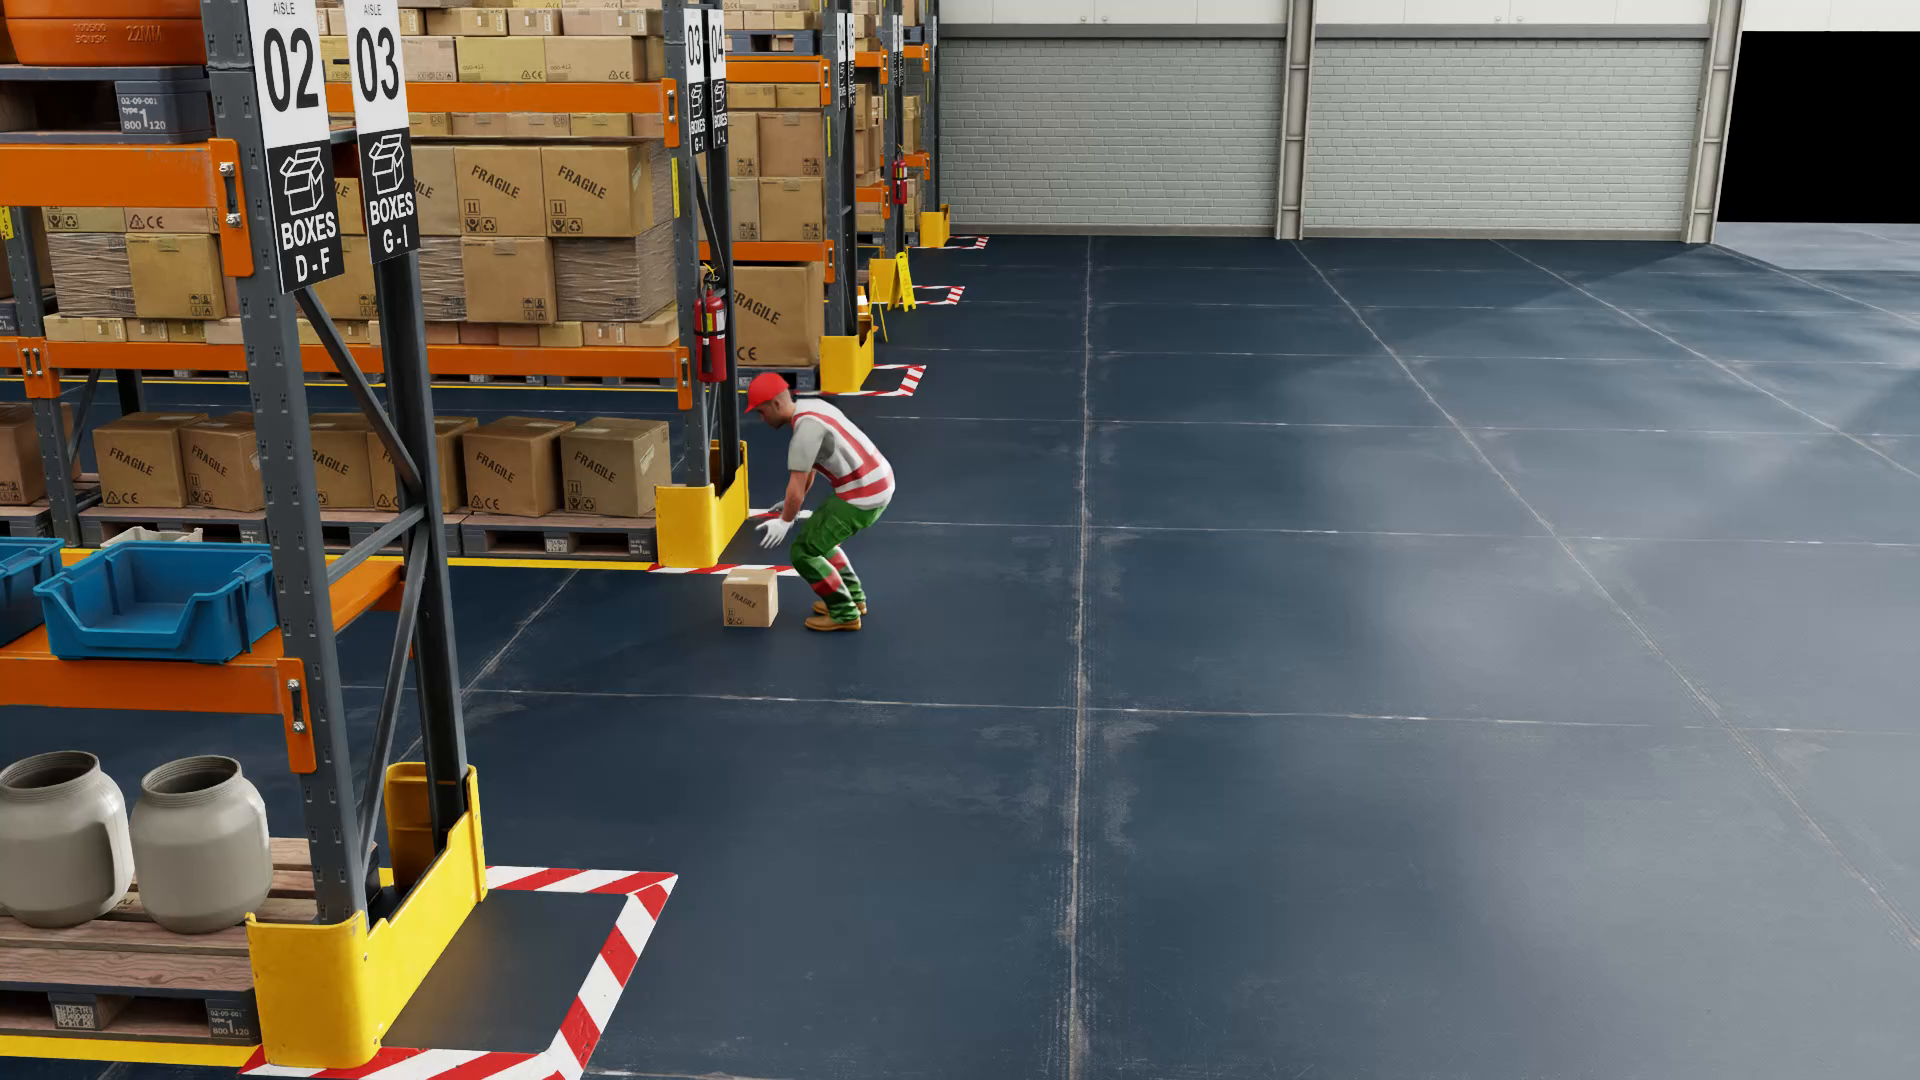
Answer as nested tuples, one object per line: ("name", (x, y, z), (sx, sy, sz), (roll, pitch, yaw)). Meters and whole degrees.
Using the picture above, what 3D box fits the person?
("person", (-0.740, -0.205, 8.850), (0.782, 1.381, 0.584), (1, 17, 4))
